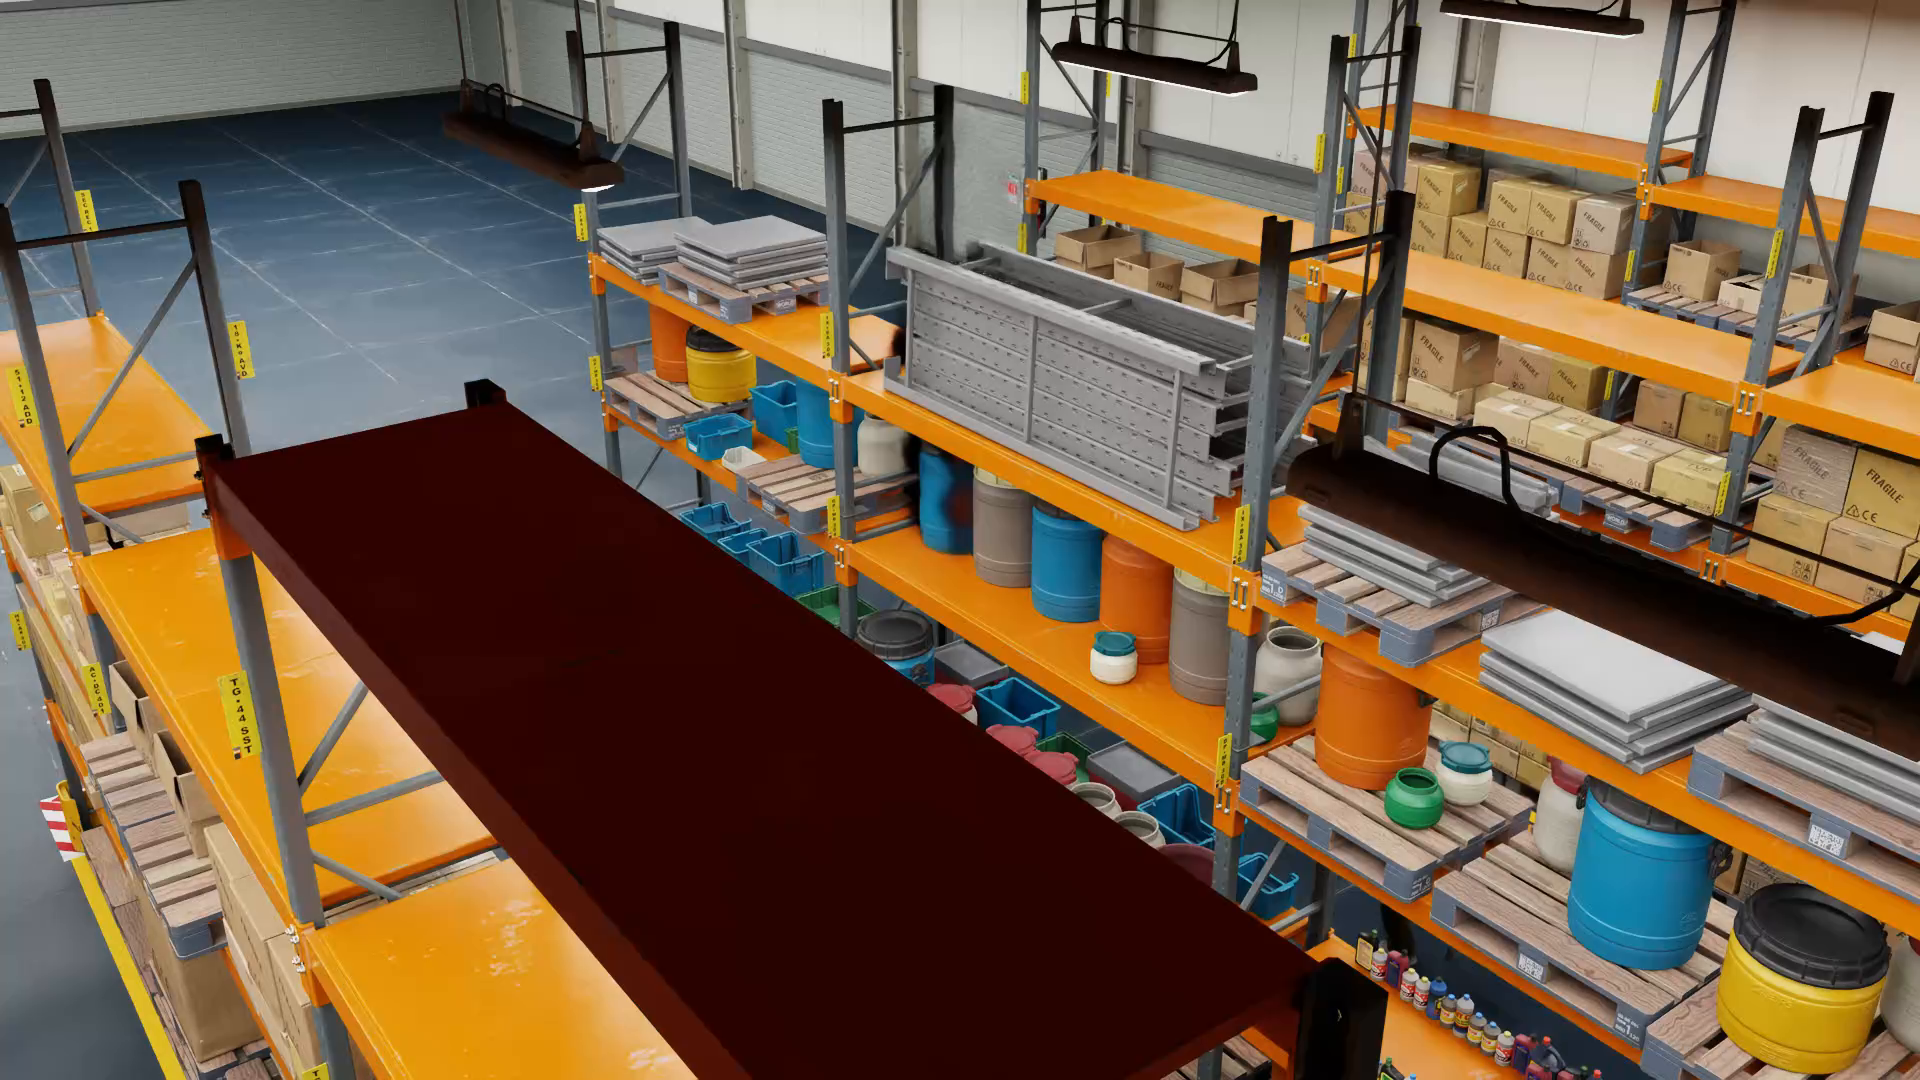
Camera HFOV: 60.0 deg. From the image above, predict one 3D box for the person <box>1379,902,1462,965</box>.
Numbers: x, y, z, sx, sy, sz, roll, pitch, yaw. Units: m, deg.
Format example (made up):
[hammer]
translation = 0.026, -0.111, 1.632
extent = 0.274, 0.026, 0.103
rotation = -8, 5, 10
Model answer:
[person]
translation = 3.348, 2.359, 11.836
extent = 0.782, 1.751, 0.710
rotation = 21, 32, 37
